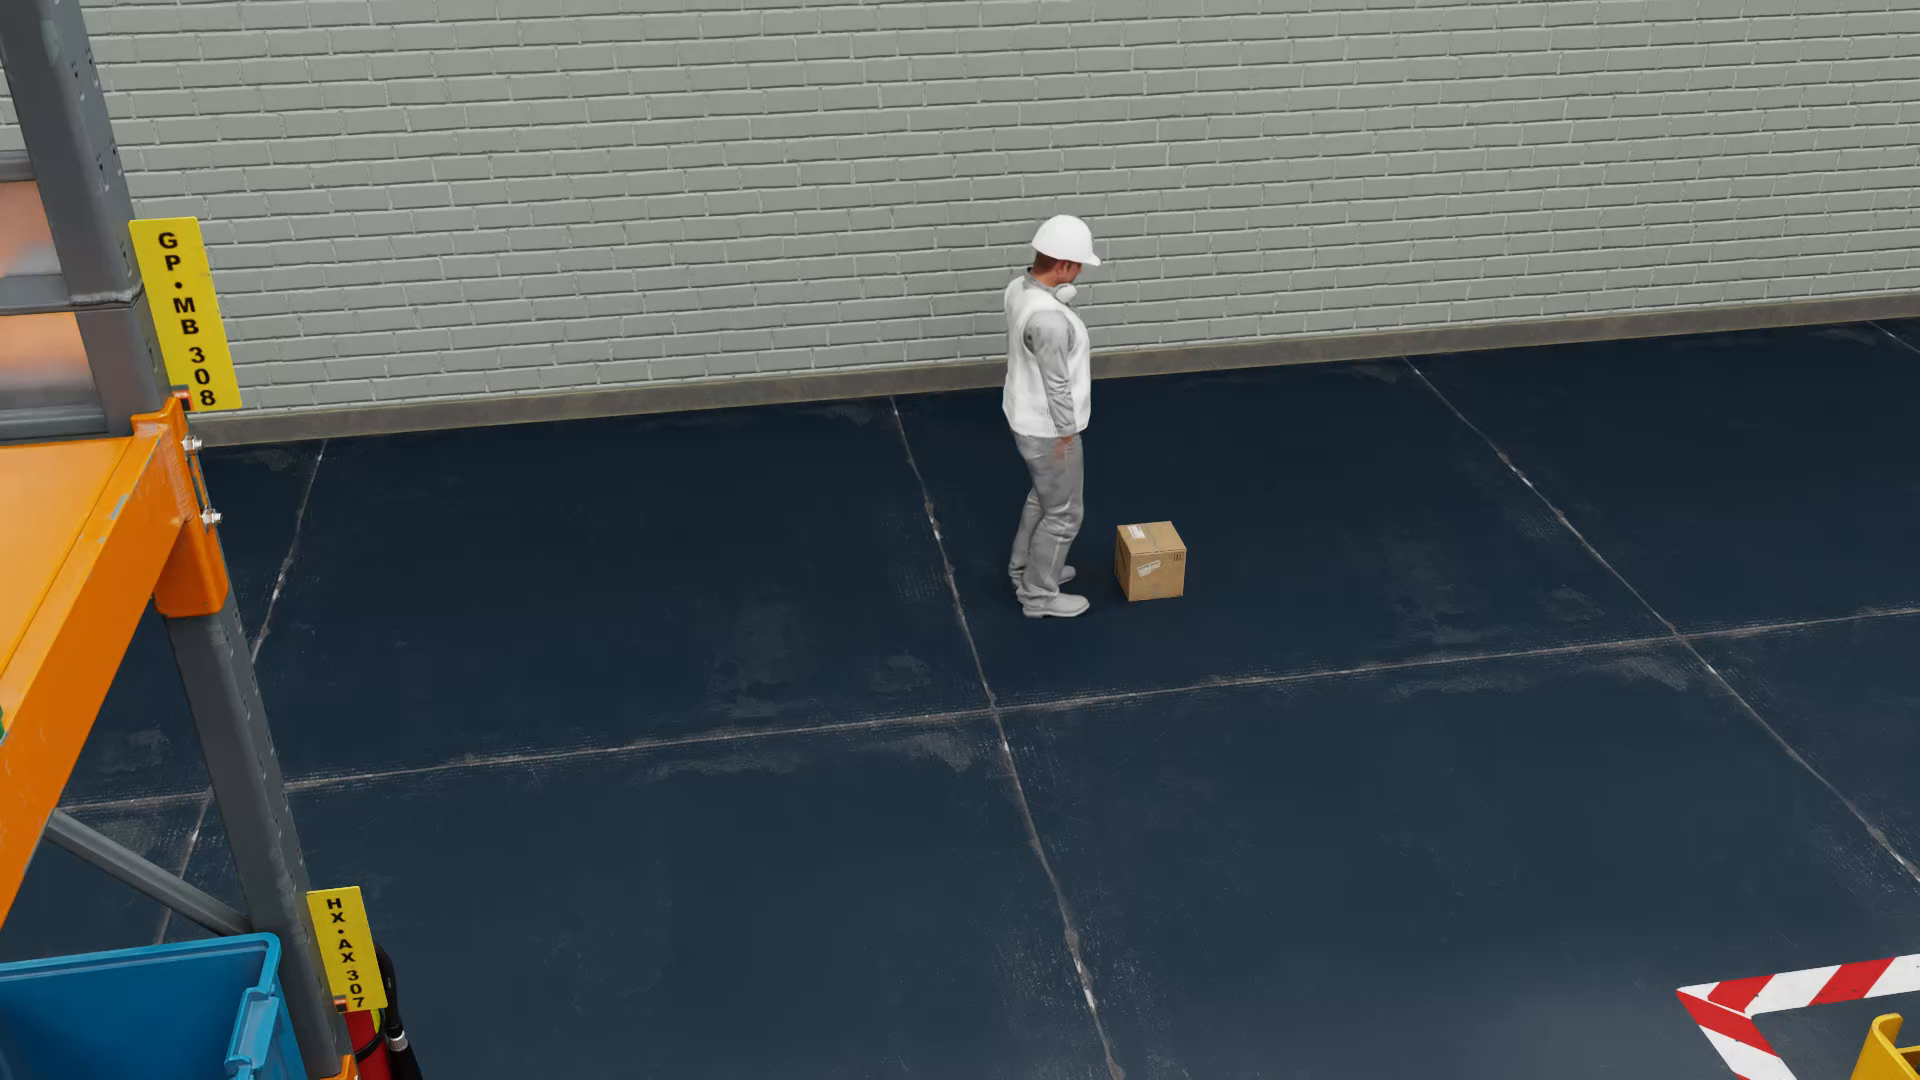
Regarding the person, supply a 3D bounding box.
[{"bbox_3d":[0.376,-0.518,7.007,0.378,1.760,0.538,-5,31,-8],"label":"person"}]
